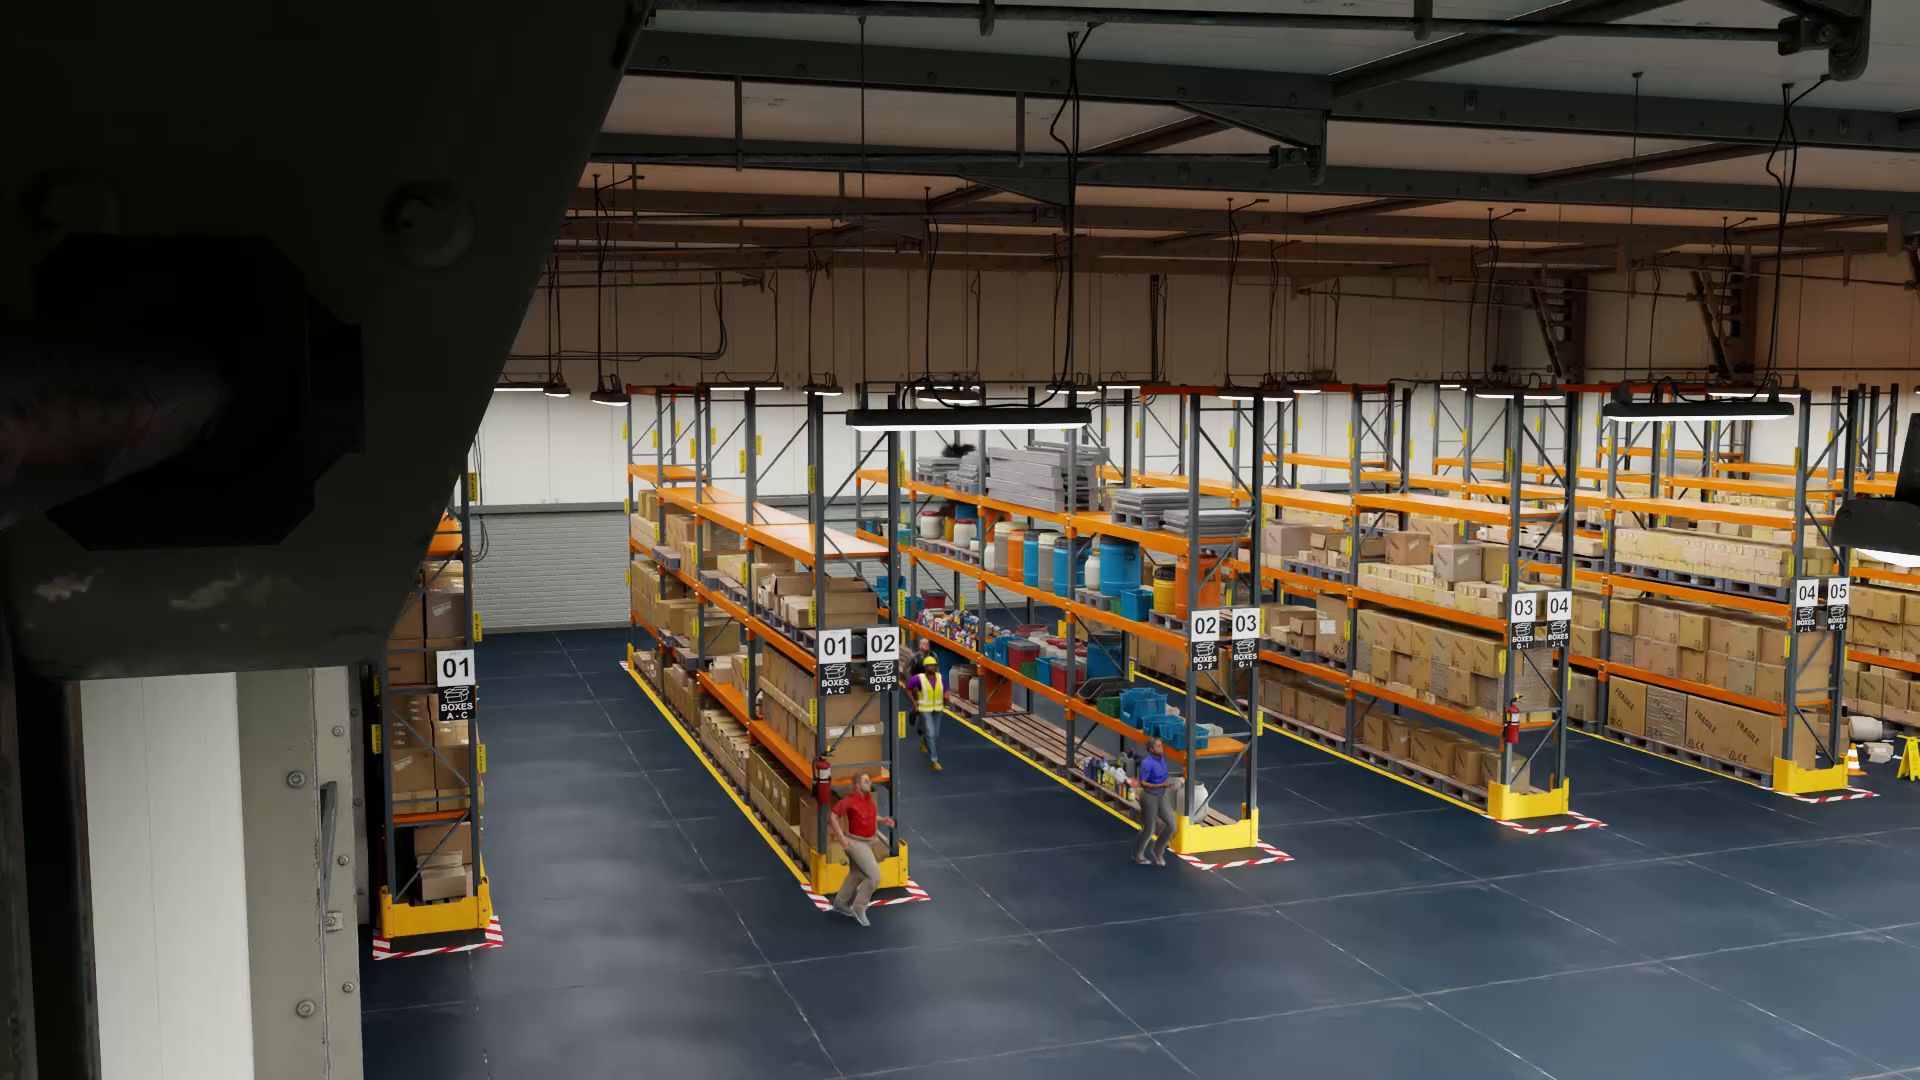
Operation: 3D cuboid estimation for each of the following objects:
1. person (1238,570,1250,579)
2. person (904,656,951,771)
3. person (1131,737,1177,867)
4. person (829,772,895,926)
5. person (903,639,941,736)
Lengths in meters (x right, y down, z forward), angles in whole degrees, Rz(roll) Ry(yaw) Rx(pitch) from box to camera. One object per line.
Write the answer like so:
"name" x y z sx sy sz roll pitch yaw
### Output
"person" 7.063 1.247 40.885 0.860 1.811 0.732 -3 6 -25
"person" -0.488 2.728 26.514 0.699 1.769 0.927 -3 7 -26
"person" 2.491 3.348 21.123 0.627 1.705 0.574 5 8 42
"person" -1.115 3.530 19.057 0.734 1.768 0.649 1 6 13
"person" -0.648 2.530 28.835 0.676 1.686 0.580 -2 6 -23
